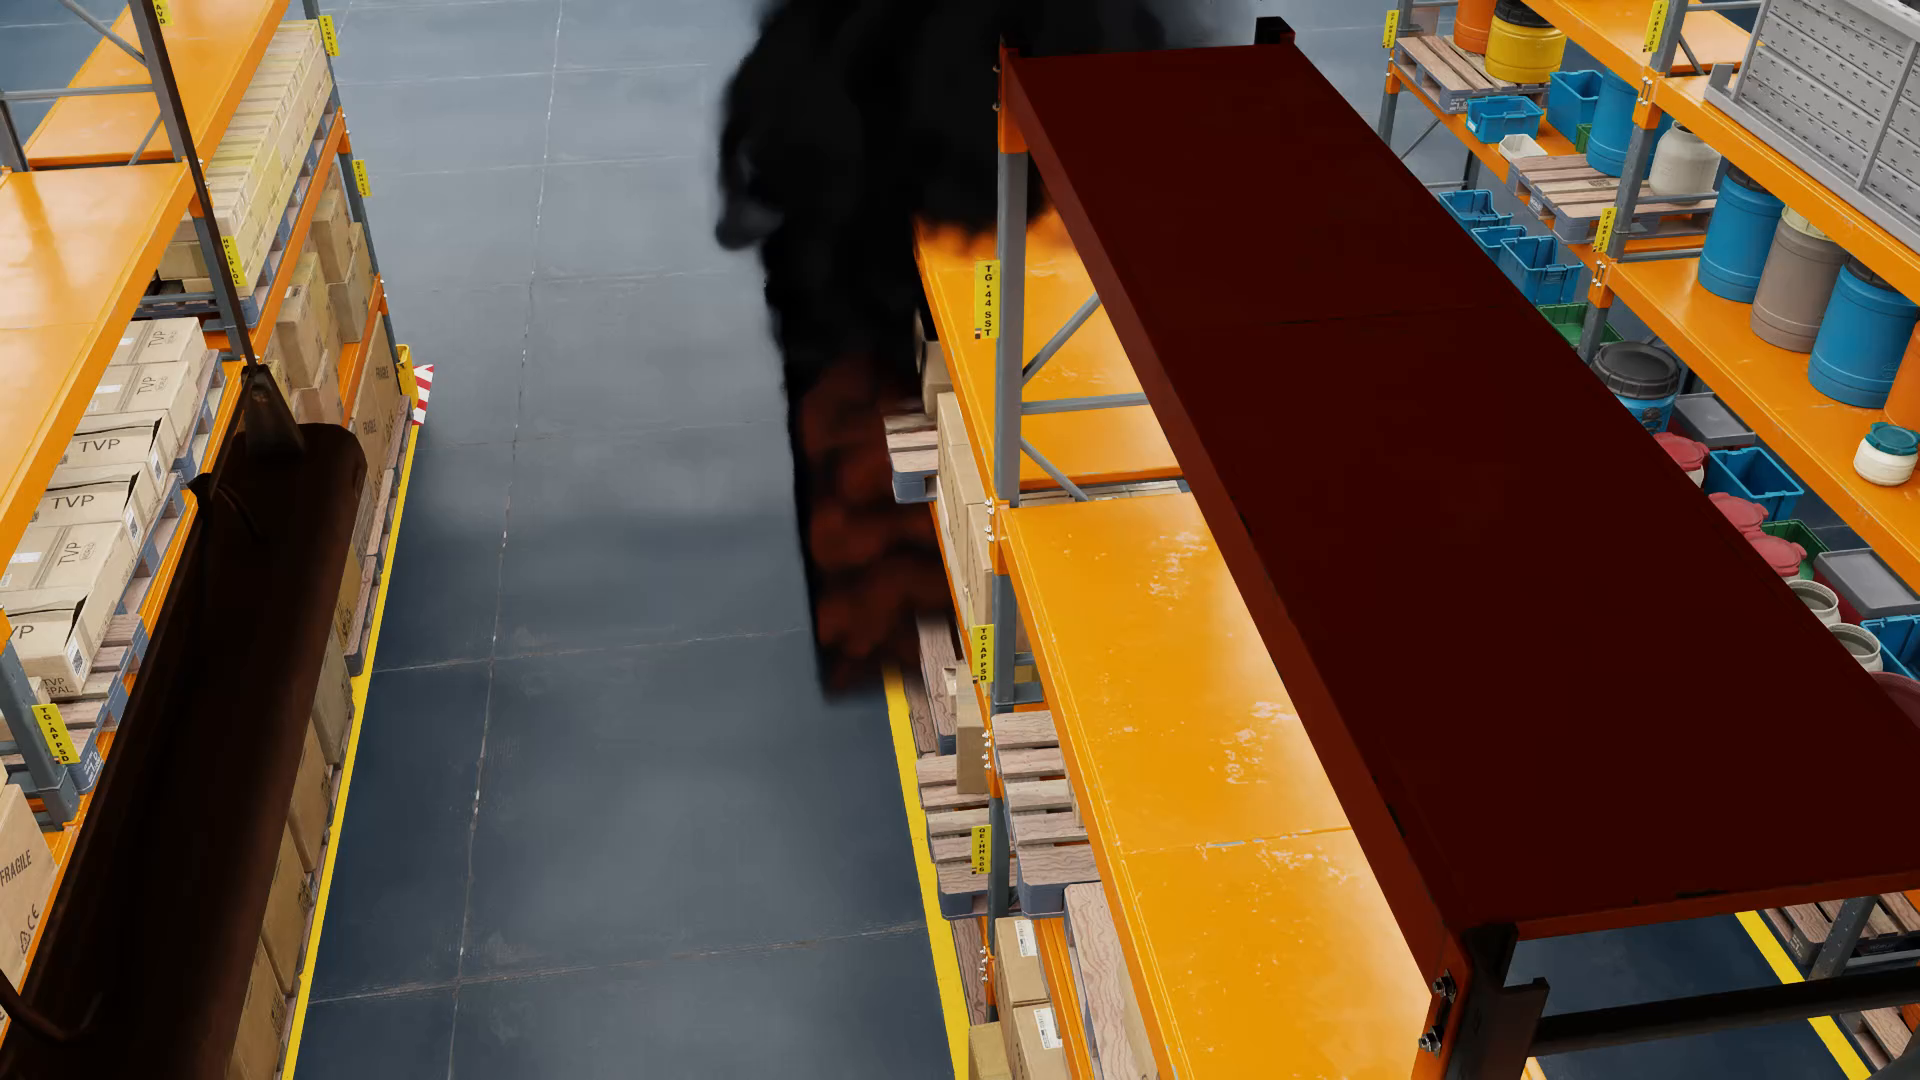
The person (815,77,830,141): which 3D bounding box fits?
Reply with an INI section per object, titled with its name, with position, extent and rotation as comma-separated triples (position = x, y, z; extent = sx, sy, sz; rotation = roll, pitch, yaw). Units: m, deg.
[person]
position = -1.237, -4.753, 18.529
extent = 0.777, 1.718, 0.547
rotation = 9, 37, 11
